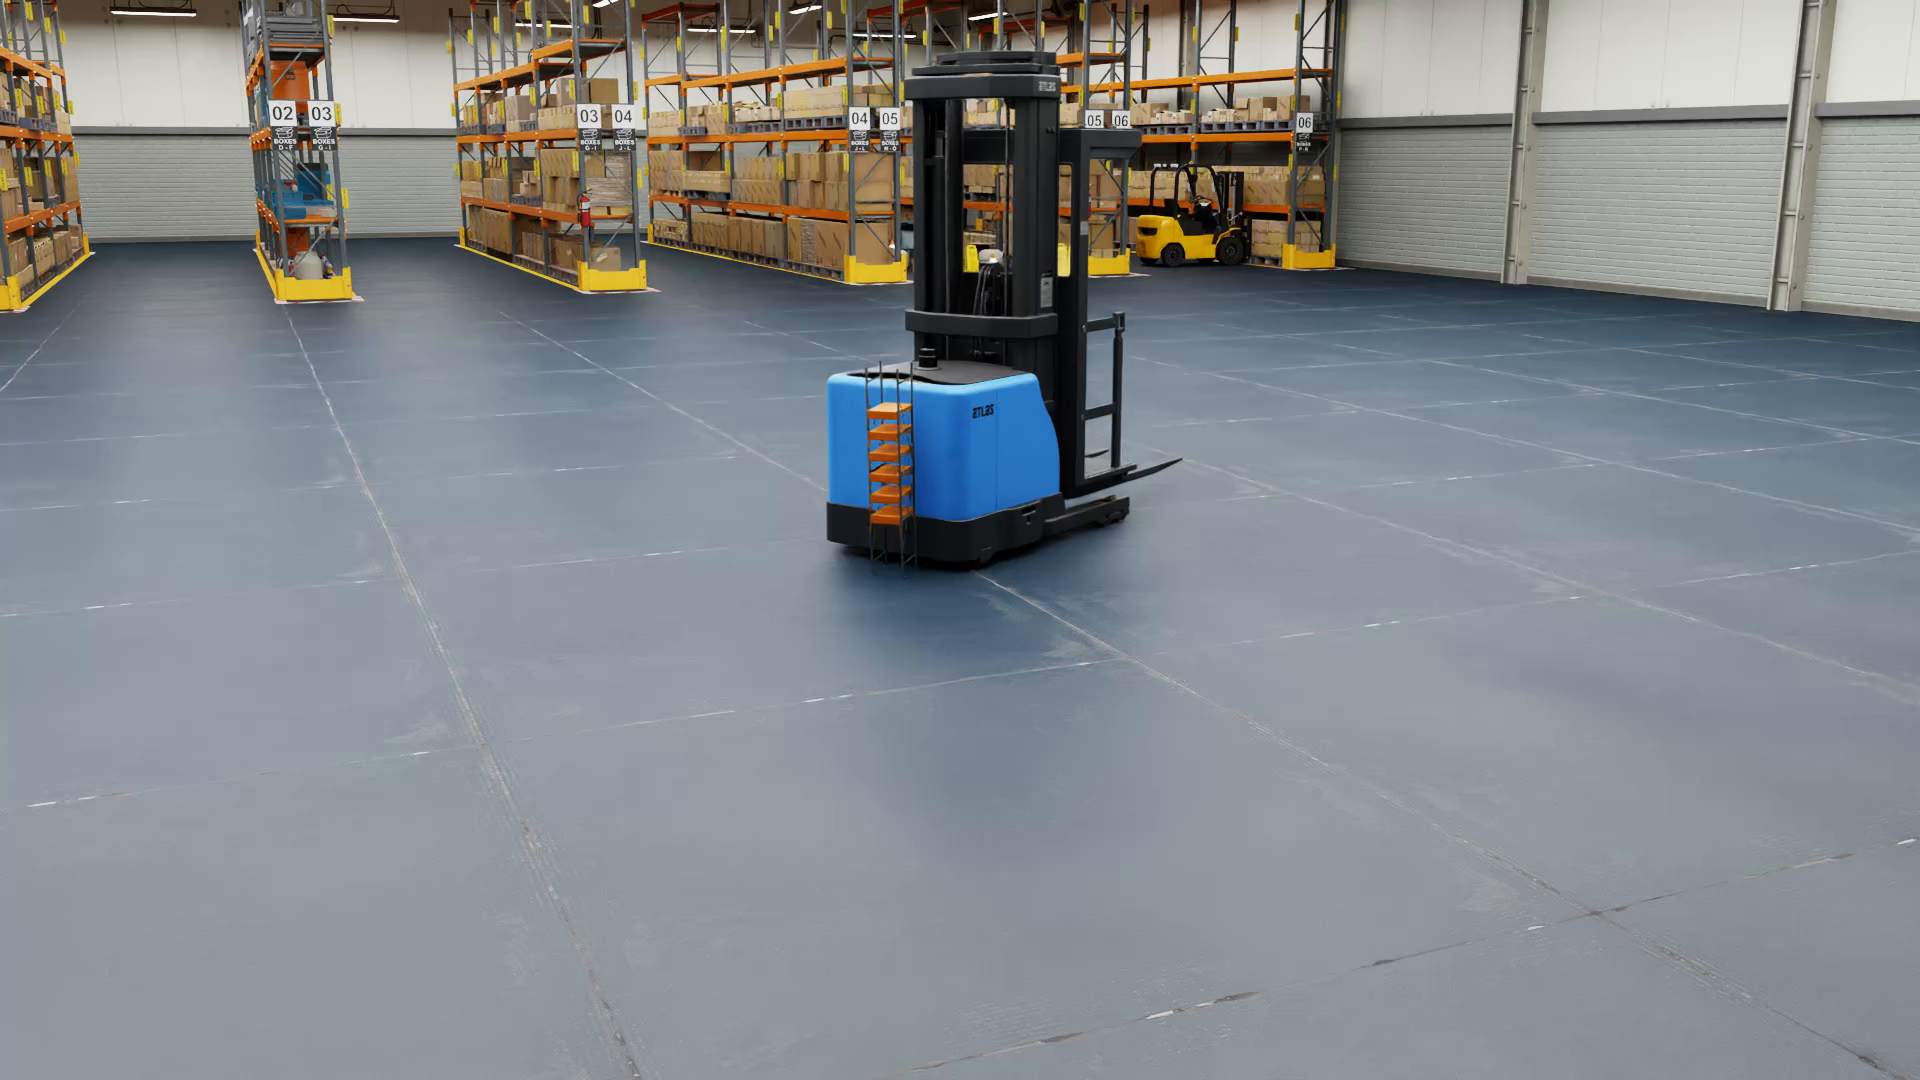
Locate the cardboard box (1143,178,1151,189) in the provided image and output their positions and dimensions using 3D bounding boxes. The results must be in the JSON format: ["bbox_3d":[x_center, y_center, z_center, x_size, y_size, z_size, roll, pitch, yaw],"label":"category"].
[{"bbox_3d":[4.804,-8.680,40.446,0.500,0.250,0.500,-5,14,-22],"label":"cardboard box"}]

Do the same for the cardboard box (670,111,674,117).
[{"bbox_3d":[-7.215,-10.930,42.630,0.380,0.149,0.250,-6,14,-25],"label":"cardboard box"}]

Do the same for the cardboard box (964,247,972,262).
[{"bbox_3d":[-0.135,-5.756,34.124,0.637,0.503,0.797,6,14,26],"label":"cardboard box"}]

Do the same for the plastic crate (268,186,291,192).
[{"bbox_3d":[-12.807,-6.426,31.339,0.402,0.464,0.583,-6,14,-23],"label":"plastic crate"}]

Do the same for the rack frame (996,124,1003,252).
[{"bbox_3d":[1.286,-7.665,36.834,1.000,3.000,0.127,-6,14,-23],"label":"rack frame"}]

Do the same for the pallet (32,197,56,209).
[{"bbox_3d":[-18.811,-6.742,33.273,1.213,0.211,1.003,-6,14,-23],"label":"pallet"}]

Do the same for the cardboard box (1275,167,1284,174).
[{"bbox_3d":[6.971,-7.900,35.531,0.380,0.149,0.250,-6,14,-23],"label":"cardboard box"}]

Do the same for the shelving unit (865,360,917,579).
[{"bbox_3d":[-0.386,-0.395,9.384,0.189,1.200,0.258,4,17,18],"label":"shelving unit"}]

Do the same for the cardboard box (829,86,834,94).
[{"bbox_3d":[-2.254,-8.494,31.403,0.380,0.149,0.250,-5,14,-22],"label":"cardboard box"}]

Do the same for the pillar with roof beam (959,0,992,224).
[{"bbox_3d":[-3.173,-13.765,49.888,9.100,9.000,0.548,-6,14,-23],"label":"pillar with roof beam"}]

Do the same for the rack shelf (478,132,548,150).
[{"bbox_3d":[-10.198,-9.120,38.065,1.077,0.370,4.000,-6,14,-23],"label":"rack shelf"}]

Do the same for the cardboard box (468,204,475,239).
[{"bbox_3d":[-12.272,-8.293,43.330,0.875,0.875,0.875,-6,14,-23],"label":"cardboard box"}]

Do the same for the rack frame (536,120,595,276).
[{"bbox_3d":[-7.794,-6.769,32.966,1.000,3.000,0.127,-6,14,-23],"label":"rack frame"}]

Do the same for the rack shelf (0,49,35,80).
[{"bbox_3d":[-17.674,-8.666,30.339,1.077,0.370,4.000,-6,14,-23],"label":"rack shelf"}]

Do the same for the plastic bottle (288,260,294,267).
[{"bbox_3d":[-12.018,-4.897,29.940,0.152,0.276,0.135,-6,14,-23],"label":"plastic bottle"}]

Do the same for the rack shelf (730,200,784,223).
[{"bbox_3d":[-4.010,-7.259,36.678,1.077,0.370,4.000,-6,14,-23],"label":"rack shelf"}]

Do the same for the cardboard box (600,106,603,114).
[{"bbox_3d":[-6.320,-7.707,29.812,0.380,0.149,0.250,-6,14,-24],"label":"cardboard box"}]

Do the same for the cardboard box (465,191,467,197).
[{"bbox_3d":[-12.449,-8.864,42.572,0.380,0.149,0.250,-6,14,-24],"label":"cardboard box"}]

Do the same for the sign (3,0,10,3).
[{"bbox_3d":[-16.354,-9.375,28.498,0.100,0.325,0.005,-6,14,-23],"label":"sign"}]

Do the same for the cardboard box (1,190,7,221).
[{"bbox_3d":[-15.854,-5.406,26.856,0.700,0.500,0.500,-6,14,-23],"label":"cardboard box"}]

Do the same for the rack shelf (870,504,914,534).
[{"bbox_3d":[-0.381,-0.122,9.462,0.180,0.103,0.258,4,17,18],"label":"rack shelf"}]

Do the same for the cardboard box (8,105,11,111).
[{"bbox_3d":[-17.582,-7.869,30.465,0.500,0.250,0.500,-7,15,-28],"label":"cardboard box"}]

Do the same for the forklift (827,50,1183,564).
[{"bbox_3d":[0.457,-1.568,10.645,1.130,2.935,3.031,9,16,34],"label":"forklift"}]

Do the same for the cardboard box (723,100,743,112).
[{"bbox_3d":[-5.212,-9.966,38.206,0.396,0.266,0.258,-6,14,-23],"label":"cardboard box"}]

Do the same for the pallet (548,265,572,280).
[{"bbox_3d":[-7.493,-5.275,32.695,1.003,0.211,1.213,-6,14,-23],"label":"pallet"}]

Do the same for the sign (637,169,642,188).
[{"bbox_3d":[-5.695,-6.414,29.510,0.100,0.325,0.005,-6,14,-23],"label":"sign"}]

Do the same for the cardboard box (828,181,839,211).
[{"bbox_3d":[-2.037,-6.627,32.020,0.875,0.550,0.550,-6,14,-23],"label":"cardboard box"}]

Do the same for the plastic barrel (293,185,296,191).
[{"bbox_3d":[-13.158,-6.923,33.380,0.421,0.512,0.421,0,13,0],"label":"plastic barrel"}]

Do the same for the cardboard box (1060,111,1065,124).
[{"bbox_3d":[2.248,-8.558,33.715,0.500,0.250,0.500,-6,14,-24],"label":"cardboard box"}]

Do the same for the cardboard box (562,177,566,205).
[{"bbox_3d":[-6.858,-6.452,30.715,0.875,0.500,0.500,-6,14,-23],"label":"cardboard box"}]

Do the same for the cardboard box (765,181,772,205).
[{"bbox_3d":[-3.866,-7.433,35.613,0.500,0.500,0.500,-6,14,-24],"label":"cardboard box"}]

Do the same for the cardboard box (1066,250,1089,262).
[{"bbox_3d":[2.308,-5.851,34.164,0.500,0.250,0.500,-6,14,-23],"label":"cardboard box"}]

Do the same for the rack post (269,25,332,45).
[{"bbox_3d":[-10.916,-8.342,27.567,0.937,0.300,0.954,-4,14,-17],"label":"rack post"}]

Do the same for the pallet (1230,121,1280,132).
[{"bbox_3d":[6.683,-9.106,36.607,1.003,0.211,1.213,-6,14,-23],"label":"pallet"}]

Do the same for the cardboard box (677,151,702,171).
[{"bbox_3d":[-6.850,-9.603,42.109,0.500,0.500,0.500,-6,14,-25],"label":"cardboard box"}]

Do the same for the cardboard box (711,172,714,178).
[{"bbox_3d":[-5.631,-8.561,39.014,0.380,0.149,0.250,-5,14,-21],"label":"cardboard box"}]

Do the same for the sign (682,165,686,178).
[{"bbox_3d":[-6.908,-9.220,41.637,0.100,0.325,0.005,-6,14,-23],"label":"sign"}]

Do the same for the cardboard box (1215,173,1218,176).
[{"bbox_3d":[5.985,-8.226,37.601,0.380,0.149,0.250,-5,14,-22],"label":"cardboard box"}]

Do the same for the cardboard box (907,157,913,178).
[{"bbox_3d":[-0.976,-9.215,41.094,0.500,0.500,0.500,-5,14,-22],"label":"cardboard box"}]

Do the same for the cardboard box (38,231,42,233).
[{"bbox_3d":[-20.107,-6.403,35.950,0.500,0.500,0.500,-6,14,-26],"label":"cardboard box"}]

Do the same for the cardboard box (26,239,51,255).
[{"bbox_3d":[-17.825,-5.647,32.041,0.500,0.311,0.500,-6,14,-24],"label":"cardboard box"}]

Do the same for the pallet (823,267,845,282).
[{"bbox_3d":[-1.999,-5.170,32.239,1.003,0.211,1.213,-6,14,-23],"label":"pallet"}]

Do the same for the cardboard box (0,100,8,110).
[{"bbox_3d":[-16.139,-7.263,27.760,0.380,0.149,0.250,-6,14,-23],"label":"cardboard box"}]

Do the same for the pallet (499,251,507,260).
[{"bbox_3d":[-10.128,-6.659,38.672,1.003,0.211,1.213,-6,14,-23],"label":"pallet"}]

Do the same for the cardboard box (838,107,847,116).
[{"bbox_3d":[-2.051,-8.000,31.037,0.380,0.149,0.250,-6,14,-23],"label":"cardboard box"}]

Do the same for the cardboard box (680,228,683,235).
[{"bbox_3d":[-6.951,-7.901,42.587,0.380,0.149,0.250,-6,14,-26],"label":"cardboard box"}]

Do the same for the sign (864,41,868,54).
[{"bbox_3d":[-2.437,-12.727,42.981,0.100,0.325,0.005,-6,14,-23],"label":"sign"}]

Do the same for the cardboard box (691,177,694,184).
[{"bbox_3d":[-6.363,-8.793,40.676,0.380,0.149,0.250,-6,14,-25],"label":"cardboard box"}]

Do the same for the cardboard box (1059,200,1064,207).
[{"bbox_3d":[2.256,-6.871,33.962,0.380,0.149,0.250,-6,14,-24],"label":"cardboard box"}]

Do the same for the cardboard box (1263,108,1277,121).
[{"bbox_3d":[6.723,-9.133,35.669,0.396,0.266,0.258,-6,14,-23],"label":"cardboard box"}]

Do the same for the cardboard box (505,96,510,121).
[{"bbox_3d":[-9.444,-9.229,35.611,0.500,0.500,0.500,-5,14,-22],"label":"cardboard box"}]

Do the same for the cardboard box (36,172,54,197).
[{"bbox_3d":[-19.022,-7.281,34.025,0.700,0.500,0.500,-3,13,-12],"label":"cardboard box"}]

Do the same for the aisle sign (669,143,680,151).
[{"bbox_3d":[-7.770,-10.984,45.413,0.394,0.787,0.004,-6,14,-23],"label":"aisle sign"}]

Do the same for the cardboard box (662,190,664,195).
[{"bbox_3d":[-7.759,-9.306,44.485,0.380,0.149,0.250,-5,14,-20],"label":"cardboard box"}]
